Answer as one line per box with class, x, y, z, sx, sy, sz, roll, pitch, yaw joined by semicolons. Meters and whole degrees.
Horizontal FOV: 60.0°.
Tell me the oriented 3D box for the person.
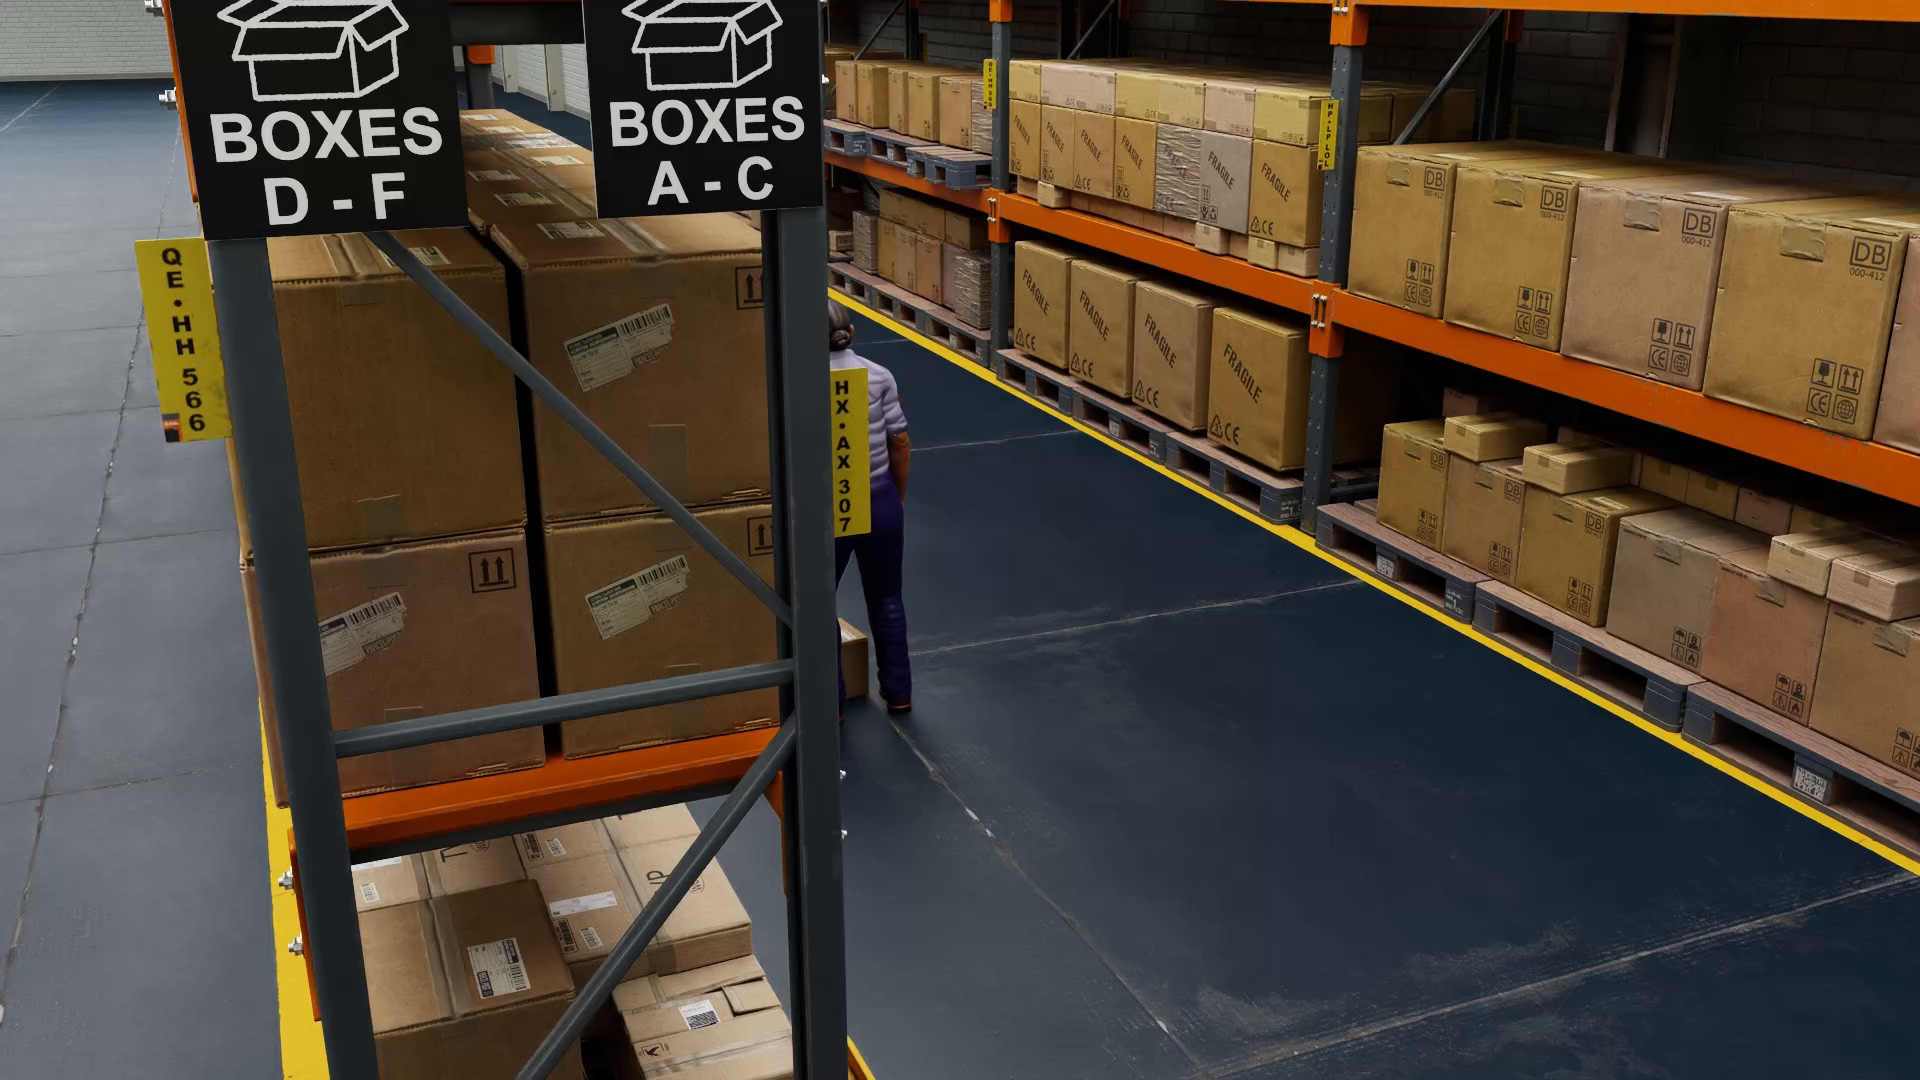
person;-0.424;-0.097;6.358;0.565;1.651;0.371;-9;21;-25
